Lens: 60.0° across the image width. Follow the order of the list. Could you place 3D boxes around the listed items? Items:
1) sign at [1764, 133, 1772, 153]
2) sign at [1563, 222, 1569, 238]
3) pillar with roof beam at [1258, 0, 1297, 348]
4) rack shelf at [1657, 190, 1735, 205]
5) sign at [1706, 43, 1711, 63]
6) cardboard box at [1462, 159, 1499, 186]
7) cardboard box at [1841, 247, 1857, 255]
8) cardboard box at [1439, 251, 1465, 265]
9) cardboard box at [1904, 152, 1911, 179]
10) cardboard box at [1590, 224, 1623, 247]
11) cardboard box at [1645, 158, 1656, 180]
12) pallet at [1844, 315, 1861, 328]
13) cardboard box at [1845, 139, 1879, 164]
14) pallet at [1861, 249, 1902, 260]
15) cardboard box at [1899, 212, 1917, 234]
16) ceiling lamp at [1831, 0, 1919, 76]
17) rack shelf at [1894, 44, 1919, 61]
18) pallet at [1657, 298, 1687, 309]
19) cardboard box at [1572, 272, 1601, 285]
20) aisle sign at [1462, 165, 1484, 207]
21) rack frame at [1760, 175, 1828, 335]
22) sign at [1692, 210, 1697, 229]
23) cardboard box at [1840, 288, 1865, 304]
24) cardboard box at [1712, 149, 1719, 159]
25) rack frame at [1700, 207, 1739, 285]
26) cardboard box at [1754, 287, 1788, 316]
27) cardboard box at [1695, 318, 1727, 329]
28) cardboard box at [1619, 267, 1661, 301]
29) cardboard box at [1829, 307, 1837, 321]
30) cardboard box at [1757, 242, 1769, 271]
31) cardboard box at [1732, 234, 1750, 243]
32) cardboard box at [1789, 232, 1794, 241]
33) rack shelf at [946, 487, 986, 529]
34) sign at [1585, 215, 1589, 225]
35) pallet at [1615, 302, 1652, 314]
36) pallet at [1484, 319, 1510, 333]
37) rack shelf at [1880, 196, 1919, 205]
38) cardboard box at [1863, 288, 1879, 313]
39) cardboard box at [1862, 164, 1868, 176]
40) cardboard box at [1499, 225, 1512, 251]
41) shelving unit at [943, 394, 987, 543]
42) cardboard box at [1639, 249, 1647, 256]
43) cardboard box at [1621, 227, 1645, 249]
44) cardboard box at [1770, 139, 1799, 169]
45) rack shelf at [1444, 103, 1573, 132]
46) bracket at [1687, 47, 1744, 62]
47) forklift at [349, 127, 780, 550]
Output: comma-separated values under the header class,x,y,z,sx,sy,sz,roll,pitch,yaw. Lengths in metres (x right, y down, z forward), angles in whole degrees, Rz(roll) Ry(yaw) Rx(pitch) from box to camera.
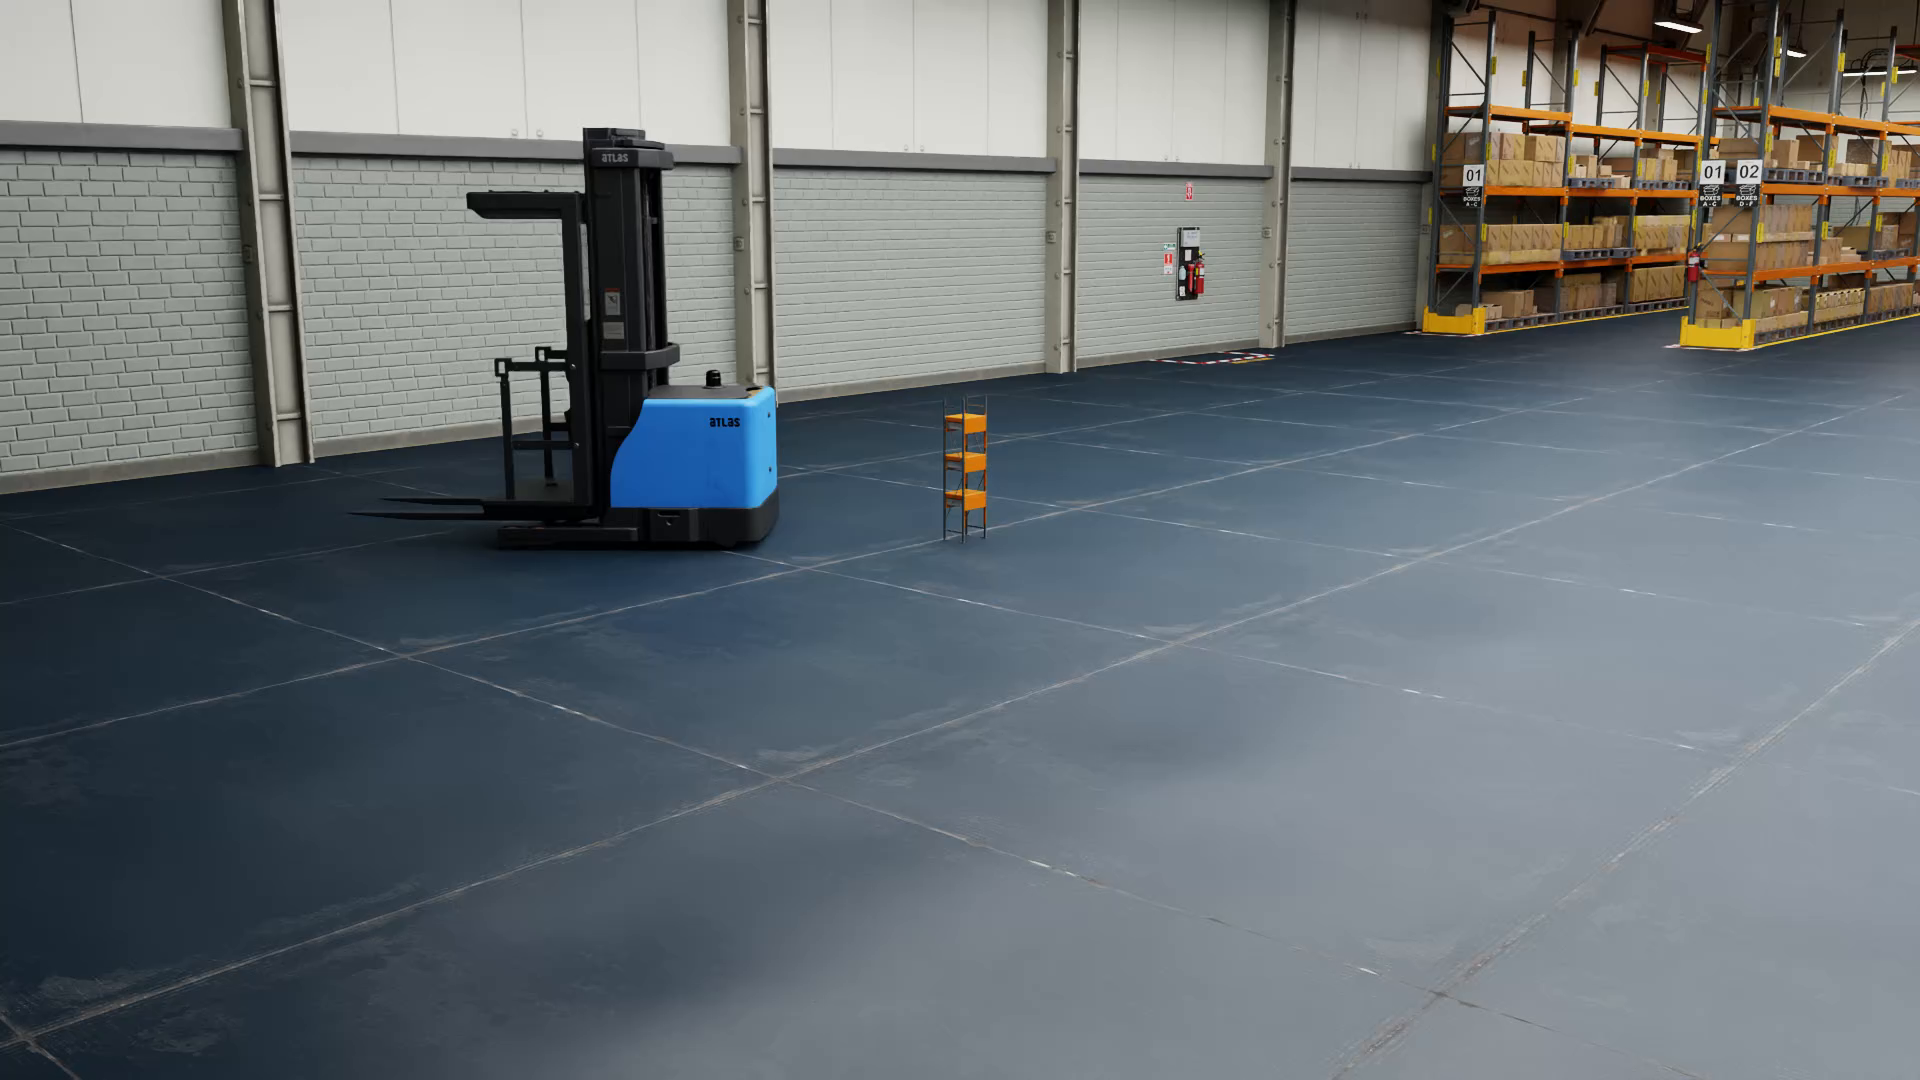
class,x,y,z,sx,sy,sz,roll,pitch,yaw
sign,13.736,-6.749,28.253,0.100,0.325,0.005,10,15,40
sign,12.653,-6.468,34.724,0.100,0.325,0.005,10,15,40
pillar with roof beam,8.685,-7.241,25.489,9.100,9.000,0.400,10,15,40
rack shelf,18.841,-8.701,42.297,1.077,0.370,4.000,10,15,40
sign,12.925,-8.395,28.679,0.100,0.325,0.005,10,15,40
cardboard box,10.008,-7.070,31.987,0.500,0.500,0.500,10,15,42
cardboard box,18.331,-5.969,34.666,0.500,0.311,0.500,11,16,44
cardboard box,9.763,-5.554,32.690,0.500,0.250,0.500,10,15,41
cardboard box,20.857,-8.359,37.165,0.600,0.600,0.600,8,14,35
cardboard box,14.578,-6.895,37.695,0.700,0.500,0.500,8,14,34
cardboard box,15.843,-8.680,38.972,0.700,0.500,0.500,11,16,43
pallet,18.032,-4.577,34.589,1.003,0.211,1.213,10,15,40
cardboard box,18.897,-8.134,34.812,0.500,0.500,0.500,10,15,40
pallet,19.885,-6.253,36.351,1.003,0.211,1.213,10,15,40
cardboard box,21.767,-7.221,37.900,0.500,0.500,0.500,10,15,42
ceiling lamp,23.830,-13.750,43.177,2.000,3.185,0.800,10,15,40
rack shelf,22.565,-11.162,38.474,1.077,0.370,4.000,10,15,40
pallet,17.068,-5.798,40.703,1.003,0.211,1.213,10,15,40
cardboard box,14.021,-5.870,37.285,0.500,0.250,0.500,10,15,41
aisle sign,9.778,-6.749,31.706,0.394,0.787,0.004,10,15,40
rack frame,15.964,-5.472,31.950,1.000,3.000,0.127,10,15,40
sign,12.925,-5.640,29.229,0.100,0.325,0.005,10,15,40
cardboard box,18.443,-5.084,34.525,0.500,0.311,0.500,10,15,42
cardboard box,18.537,-9.454,41.370,0.500,0.500,0.500,9,15,39
rack frame,20.162,-7.878,43.994,1.000,3.000,0.127,10,15,40
cardboard box,14.837,-4.379,30.513,0.500,0.500,0.500,10,15,40
cardboard box,13.455,-3.858,29.818,0.500,0.250,0.500,10,15,40
cardboard box,16.048,-6.072,39.368,0.750,0.750,0.750,10,15,40
cardboard box,17.094,-4.509,33.074,0.500,0.250,0.500,9,15,39
cardboard box,13.984,-5.078,29.719,0.700,0.500,0.500,10,15,42
cardboard box,13.744,-5.281,29.080,0.380,0.149,0.250,10,15,40
cardboard box,15.106,-5.585,30.604,0.380,0.149,0.250,10,15,42
rack shelf,0.035,-0.240,12.204,0.215,0.259,0.240,10,15,40
sign,14.462,-7.340,38.344,0.100,0.325,0.005,10,15,40
pallet,15.458,-5.439,38.906,1.003,0.211,1.213,10,15,40
pallet,10.213,-4.282,33.112,1.003,0.211,1.213,10,15,40
rack shelf,22.565,-8.062,39.093,1.077,0.370,4.000,10,15,40
cardboard box,19.119,-5.081,35.249,0.500,0.500,0.500,11,15,43
cardboard box,18.347,-7.590,34.206,0.500,0.250,0.500,8,14,36
cardboard box,10.475,-5.930,32.662,0.500,0.500,0.500,10,15,41
shelving unit,0.035,-0.523,12.148,0.215,1.050,0.252,10,15,40
cardboard box,15.684,-6.670,38.537,0.380,0.149,0.250,10,15,42
cardboard box,15.394,-6.944,38.252,0.500,0.500,0.500,10,15,42
cardboard box,14.625,-6.887,29.692,0.500,0.500,0.500,10,15,40
rack shelf,10.920,-8.405,33.164,1.077,0.370,4.000,10,15,40
bracket,19.575,-12.605,43.156,0.076,0.066,4.783,10,15,40
forklift,-2.909,-1.469,12.081,3.031,2.935,1.130,0,11,2
